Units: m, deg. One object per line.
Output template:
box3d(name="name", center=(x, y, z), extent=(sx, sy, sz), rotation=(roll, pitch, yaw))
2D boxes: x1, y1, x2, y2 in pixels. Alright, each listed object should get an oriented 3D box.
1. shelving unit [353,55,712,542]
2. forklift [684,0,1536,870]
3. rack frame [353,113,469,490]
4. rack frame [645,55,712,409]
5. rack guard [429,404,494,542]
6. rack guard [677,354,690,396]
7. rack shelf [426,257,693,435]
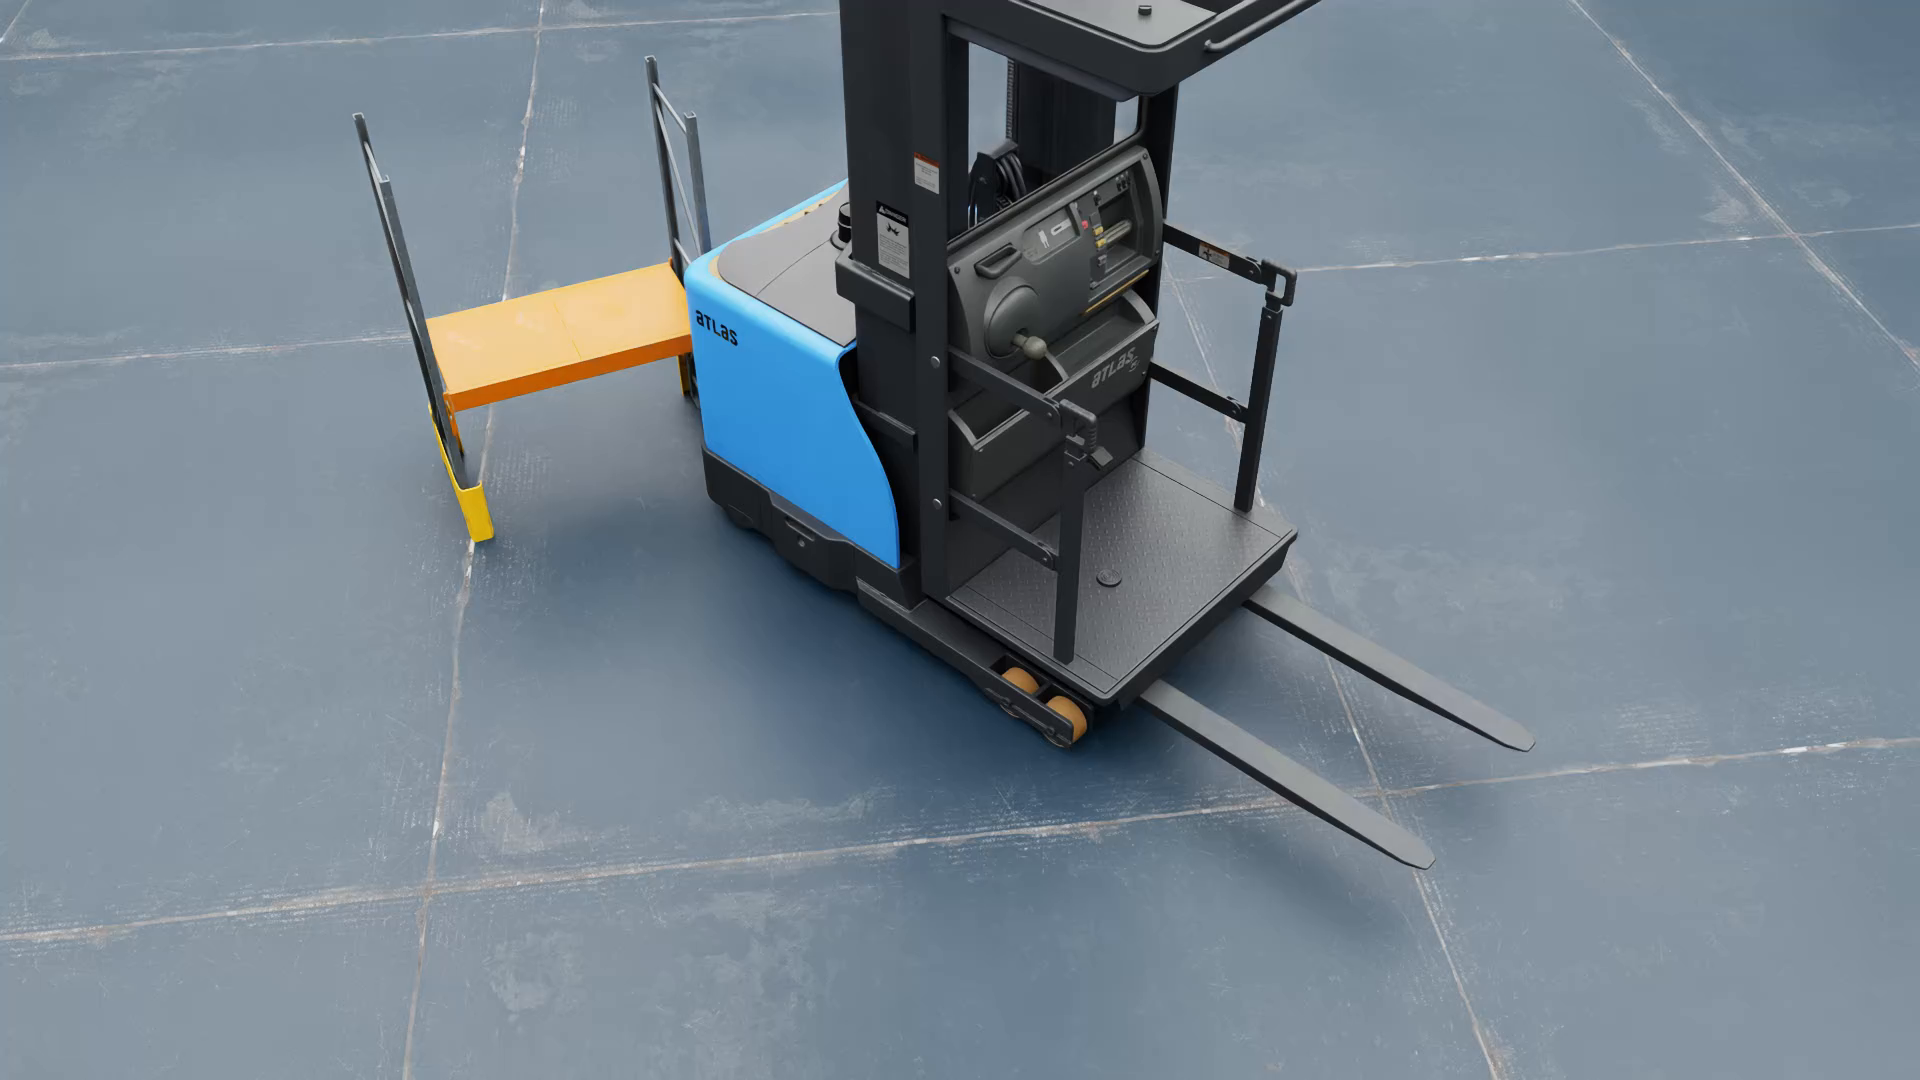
box3d(name="shelving unit", center=(-1.458, -0.874, 6.100), extent=(1.083, 1.500, 0.587), rotation=(-17, 45, -18))
box3d(name="forklift", center=(0.464, -0.807, 4.956), extent=(3.031, 2.935, 1.130), rotation=(31, 51, 30))
box3d(name="rack frame", center=(-1.928, -0.729, 5.939), extent=(0.032, 1.500, 0.500), rotation=(-17, 45, -18))
box3d(name="rack frame", center=(-1.004, -1.014, 6.255), extent=(0.032, 1.500, 0.500), rotation=(-17, 45, -18))
box3d(name="rack guard", center=(-1.910, -0.271, 6.363), extent=(0.087, 0.250, 0.587), rotation=(-17, 45, -18))
box3d(name="rack guard", center=(-1.005, -0.550, 6.673), extent=(0.087, 0.250, 0.587), rotation=(-17, 45, -18))
box3d(name="rack shelf", center=(-1.466, -0.738, 6.217), extent=(1.000, 0.185, 0.538), rotation=(-17, 45, -18))
